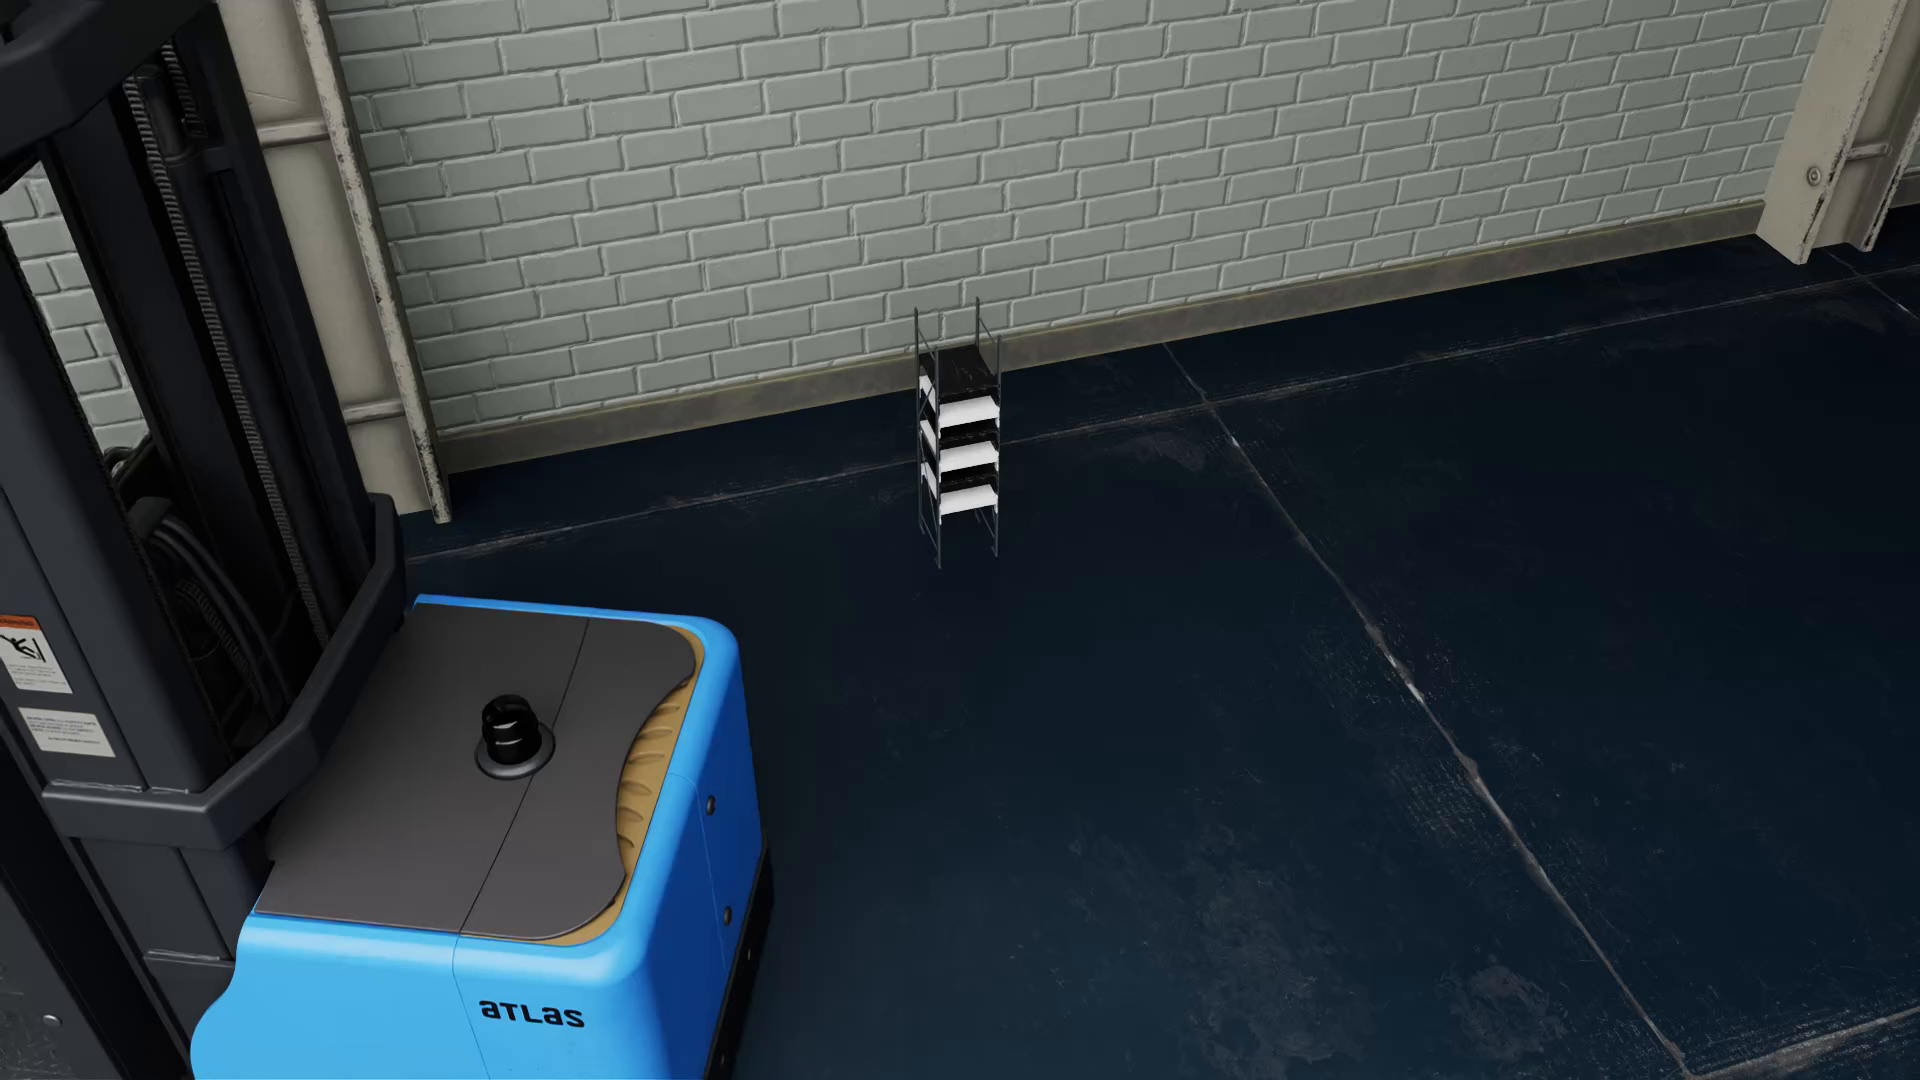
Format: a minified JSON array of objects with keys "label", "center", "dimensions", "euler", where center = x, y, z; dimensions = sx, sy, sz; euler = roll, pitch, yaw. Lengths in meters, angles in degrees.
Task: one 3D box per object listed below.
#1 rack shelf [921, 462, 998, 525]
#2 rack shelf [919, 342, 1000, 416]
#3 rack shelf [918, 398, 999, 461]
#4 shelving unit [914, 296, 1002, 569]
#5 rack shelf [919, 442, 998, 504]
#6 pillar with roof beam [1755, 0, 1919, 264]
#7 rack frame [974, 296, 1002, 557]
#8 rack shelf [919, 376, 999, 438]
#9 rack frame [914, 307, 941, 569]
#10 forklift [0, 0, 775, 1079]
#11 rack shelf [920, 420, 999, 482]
[{"label":"rack shelf","center":[-0.008,-0.177,5.592],"dimensions":[0.200,0.077,0.258],"euler":[-12,42,-13]},{"label":"rack shelf","center":[-0.008,-0.516,5.296],"dimensions":[0.200,0.077,0.258],"euler":[-12,42,-13]},{"label":"rack shelf","center":[-0.008,-0.380,5.415],"dimensions":[0.200,0.077,0.258],"euler":[-12,42,-13]},{"label":"shelving unit","center":[-0.008,-0.337,5.452],"dimensions":[0.210,0.900,0.258],"euler":[-12,42,-13]},{"label":"rack shelf","center":[-0.008,-0.244,5.533],"dimensions":[0.200,0.077,0.258],"euler":[-12,42,-13]},{"label":"pillar with roof beam","center":[5.004,-1.997,1.197],"dimensions":[0.400,9.000,9.100],"euler":[-12,42,-13]},{"label":"rack frame","center":[0.089,-0.357,5.475],"dimensions":[0.006,0.900,0.240],"euler":[-12,42,-13]},{"label":"rack shelf","center":[-0.008,-0.448,5.356],"dimensions":[0.200,0.077,0.258],"euler":[-12,42,-13]},{"label":"rack frame","center":[-0.105,-0.317,5.429],"dimensions":[0.006,0.900,0.240],"euler":[-12,42,-13]},{"label":"forklift","center":[-2.059,0.091,3.418],"dimensions":[3.031,2.935,1.130],"euler":[4,41,5]},{"label":"rack shelf","center":[-0.008,-0.312,5.474],"dimensions":[0.200,0.077,0.258],"euler":[-12,42,-13]}]
